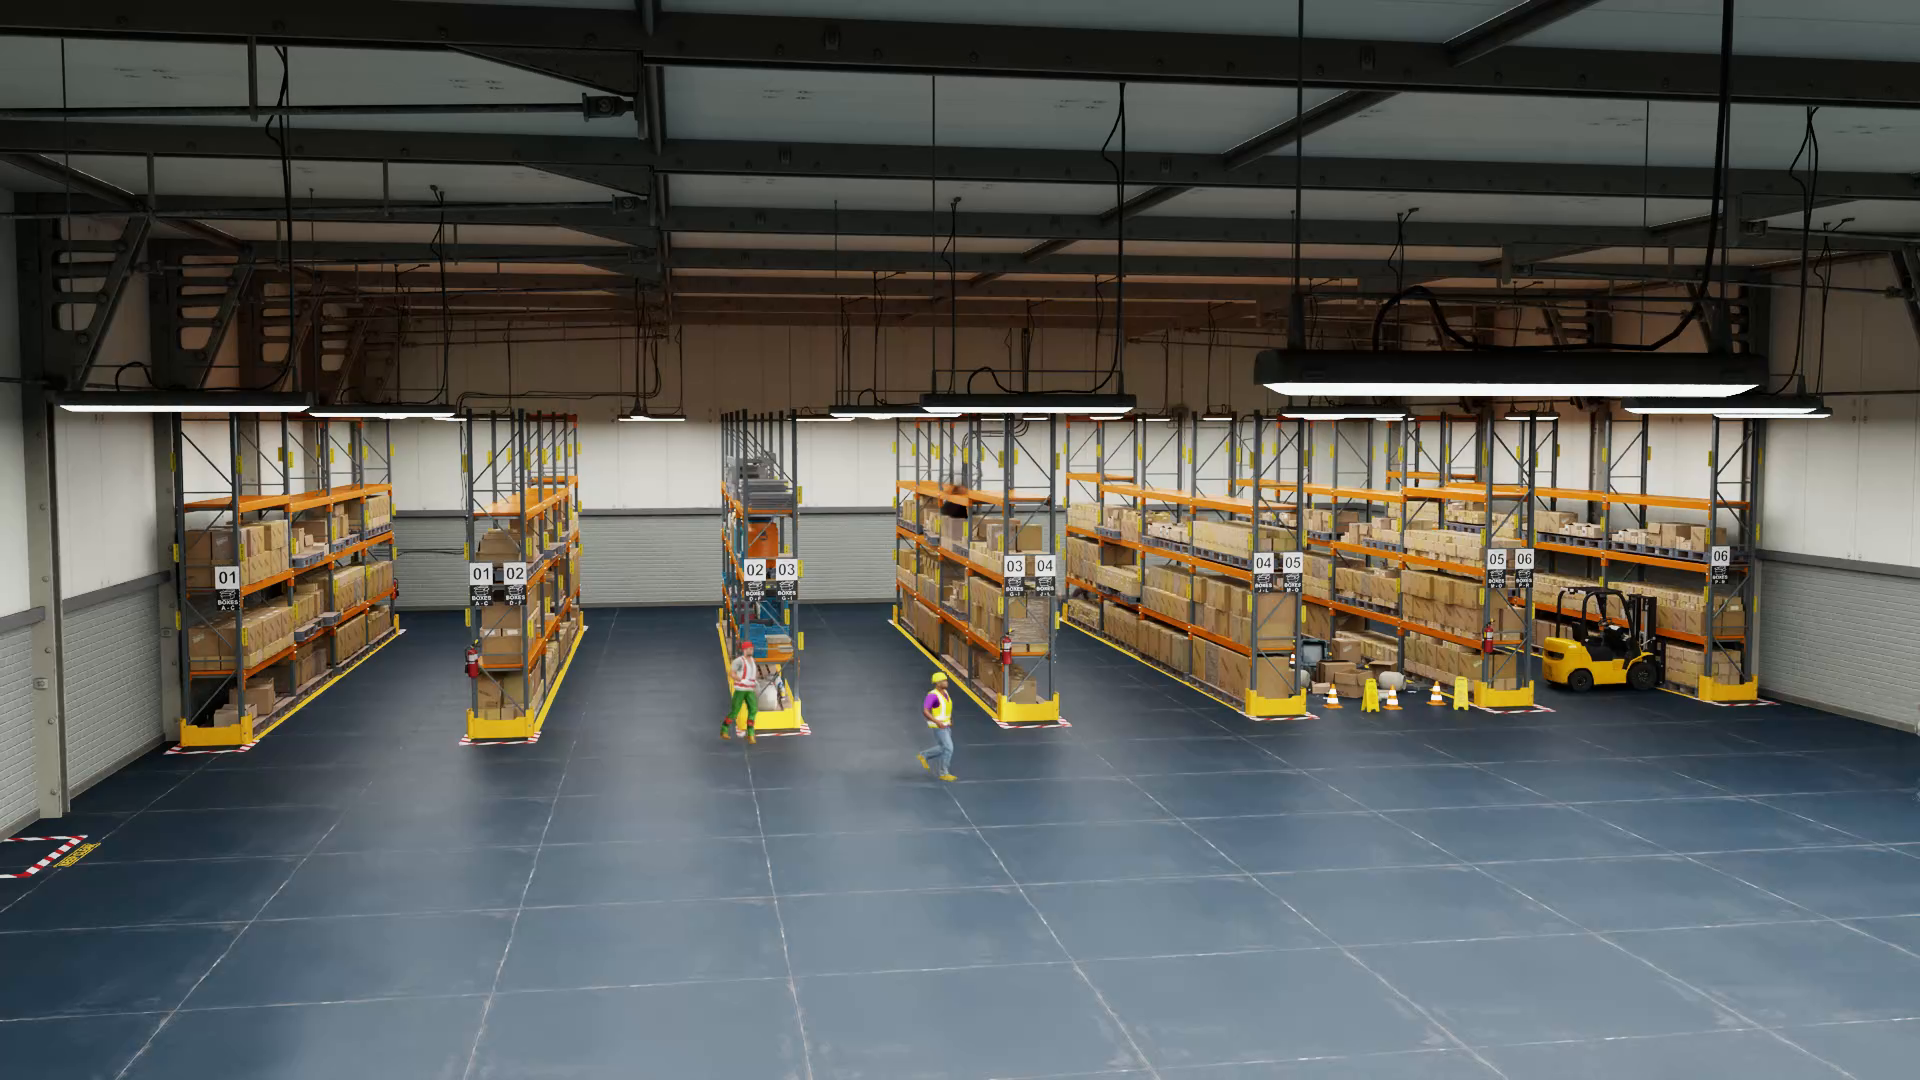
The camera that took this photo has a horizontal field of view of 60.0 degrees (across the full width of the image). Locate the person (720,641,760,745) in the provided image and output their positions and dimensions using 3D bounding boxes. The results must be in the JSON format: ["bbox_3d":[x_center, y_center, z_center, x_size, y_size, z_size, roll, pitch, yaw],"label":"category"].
[{"bbox_3d":[-3.864,2.733,30.000,0.804,1.813,0.728,3,5,38],"label":"person"}]

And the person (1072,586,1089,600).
[{"bbox_3d":[3.689,1.406,49.947,0.693,1.736,0.721,2,4,25],"label":"person"}]

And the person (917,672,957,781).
[{"bbox_3d":[-0.378,2.992,26.816,0.727,1.731,0.721,2,4,21],"label":"person"}]

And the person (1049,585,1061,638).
[{"bbox_3d":[2.478,1.796,44.895,0.547,1.632,0.846,0,4,-7],"label":"person"}]
